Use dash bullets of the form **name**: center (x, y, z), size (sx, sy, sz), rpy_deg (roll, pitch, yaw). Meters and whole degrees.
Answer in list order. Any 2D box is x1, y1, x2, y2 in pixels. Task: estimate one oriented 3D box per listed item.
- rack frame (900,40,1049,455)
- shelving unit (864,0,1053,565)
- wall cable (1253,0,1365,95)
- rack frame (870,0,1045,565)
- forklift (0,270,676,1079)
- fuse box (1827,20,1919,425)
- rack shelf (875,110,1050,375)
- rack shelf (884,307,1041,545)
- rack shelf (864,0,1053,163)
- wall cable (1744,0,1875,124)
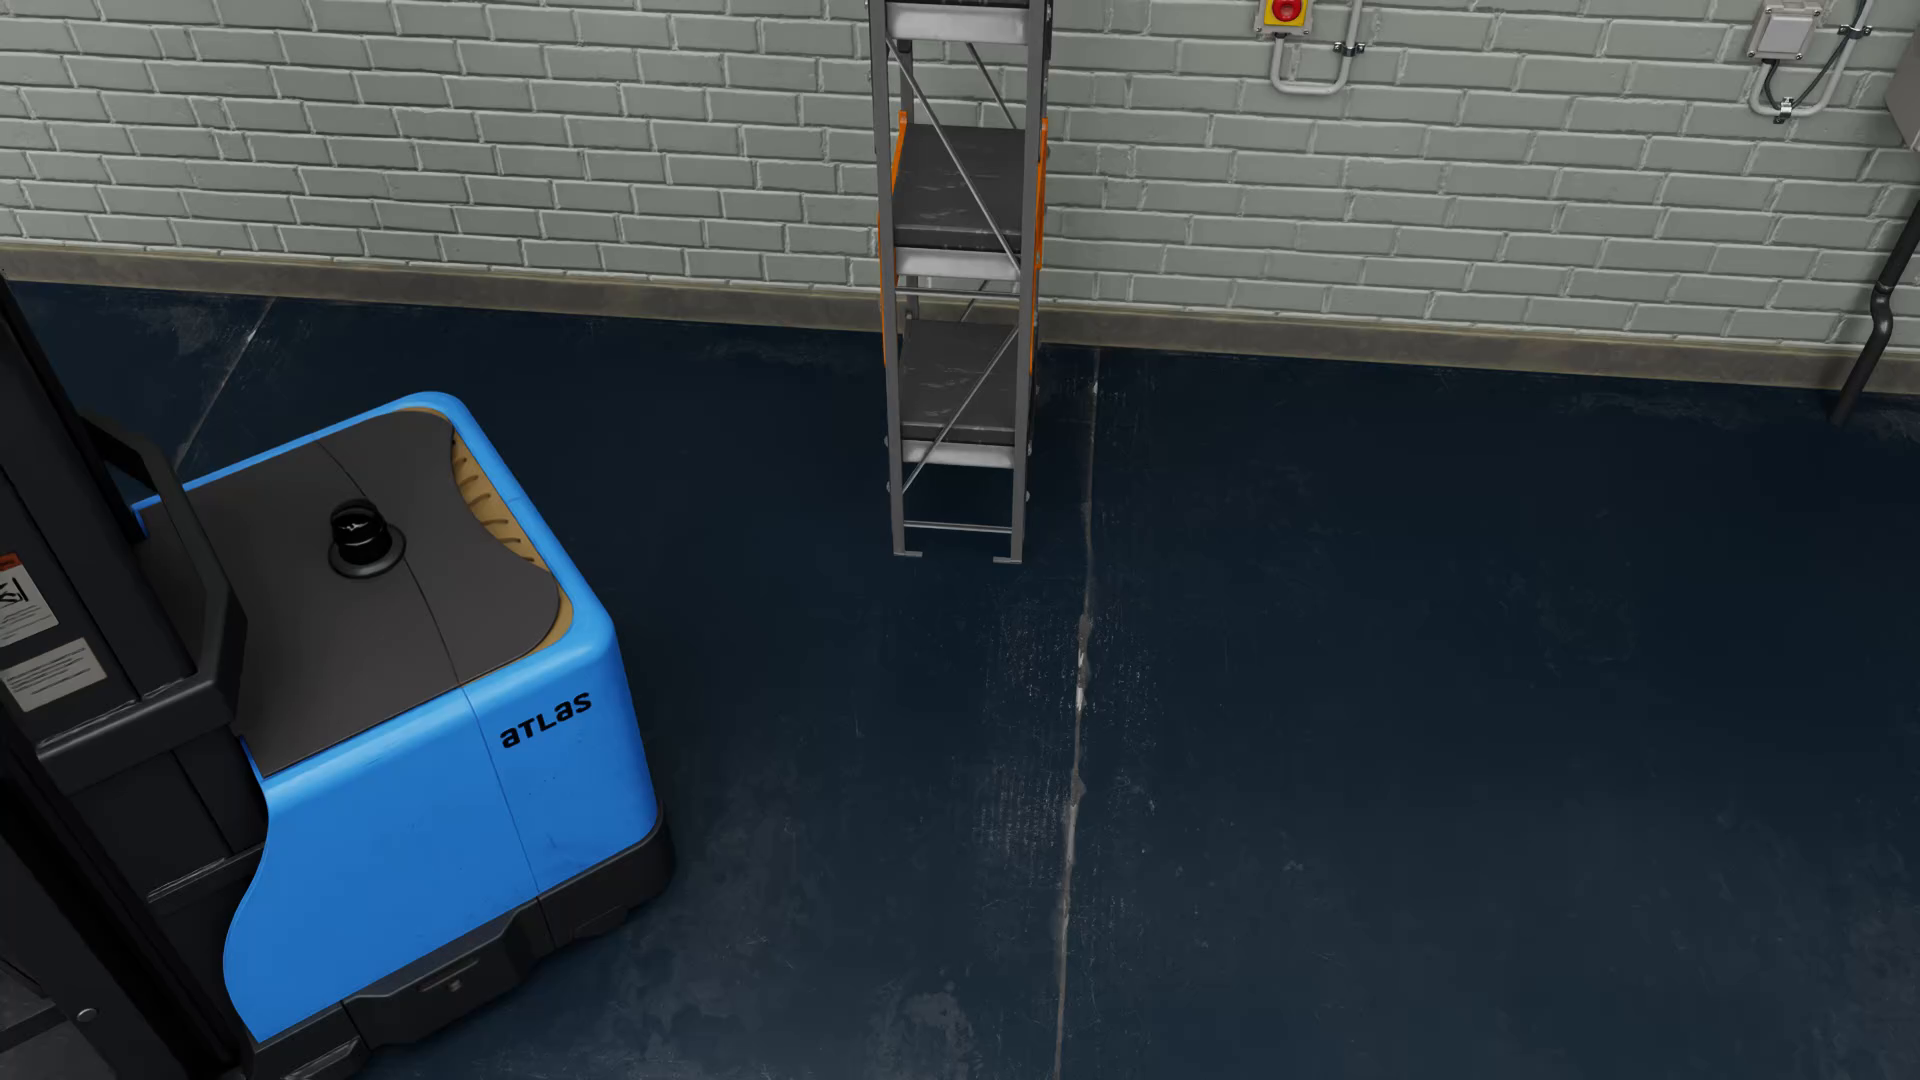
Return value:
- **rack frame**: center (0.037, -1.010, 4.750), size (0.400, 2.100, 0.015), rpy_deg (4, 48, 4)
- **shelving unit**: center (0.015, -0.830, 4.586), size (0.431, 2.100, 0.503), rpy_deg (4, 48, 4)
- **wall cable**: center (0.909, -2.000, 4.337), size (0.585, 1.953, 0.123), rpy_deg (4, 48, 4)
- **rack frame**: center (-0.007, -0.651, 4.422), size (0.400, 2.100, 0.015), rpy_deg (4, 48, 4)
- **forklift**: center (-2.256, 0.239, 3.045), size (3.031, 2.935, 1.130), rpy_deg (-26, 53, -22)
- **fuse box**: center (2.988, -0.963, 4.971), size (0.539, 1.711, 0.414), rpy_deg (4, 48, 4)
- **rack shelf**: center (0.015, -0.821, 4.597), size (0.431, 0.518, 0.480), rpy_deg (4, 48, 4)
- **rack shelf**: center (0.015, -0.349, 5.113), size (0.431, 0.518, 0.480), rpy_deg (4, 48, 4)
- **rack shelf**: center (0.015, -1.294, 4.080), size (0.431, 0.518, 0.480), rpy_deg (4, 48, 4)
- **wall cable**: center (2.322, -1.903, 4.269), size (0.588, 1.984, 0.122), rpy_deg (4, 48, 4)
